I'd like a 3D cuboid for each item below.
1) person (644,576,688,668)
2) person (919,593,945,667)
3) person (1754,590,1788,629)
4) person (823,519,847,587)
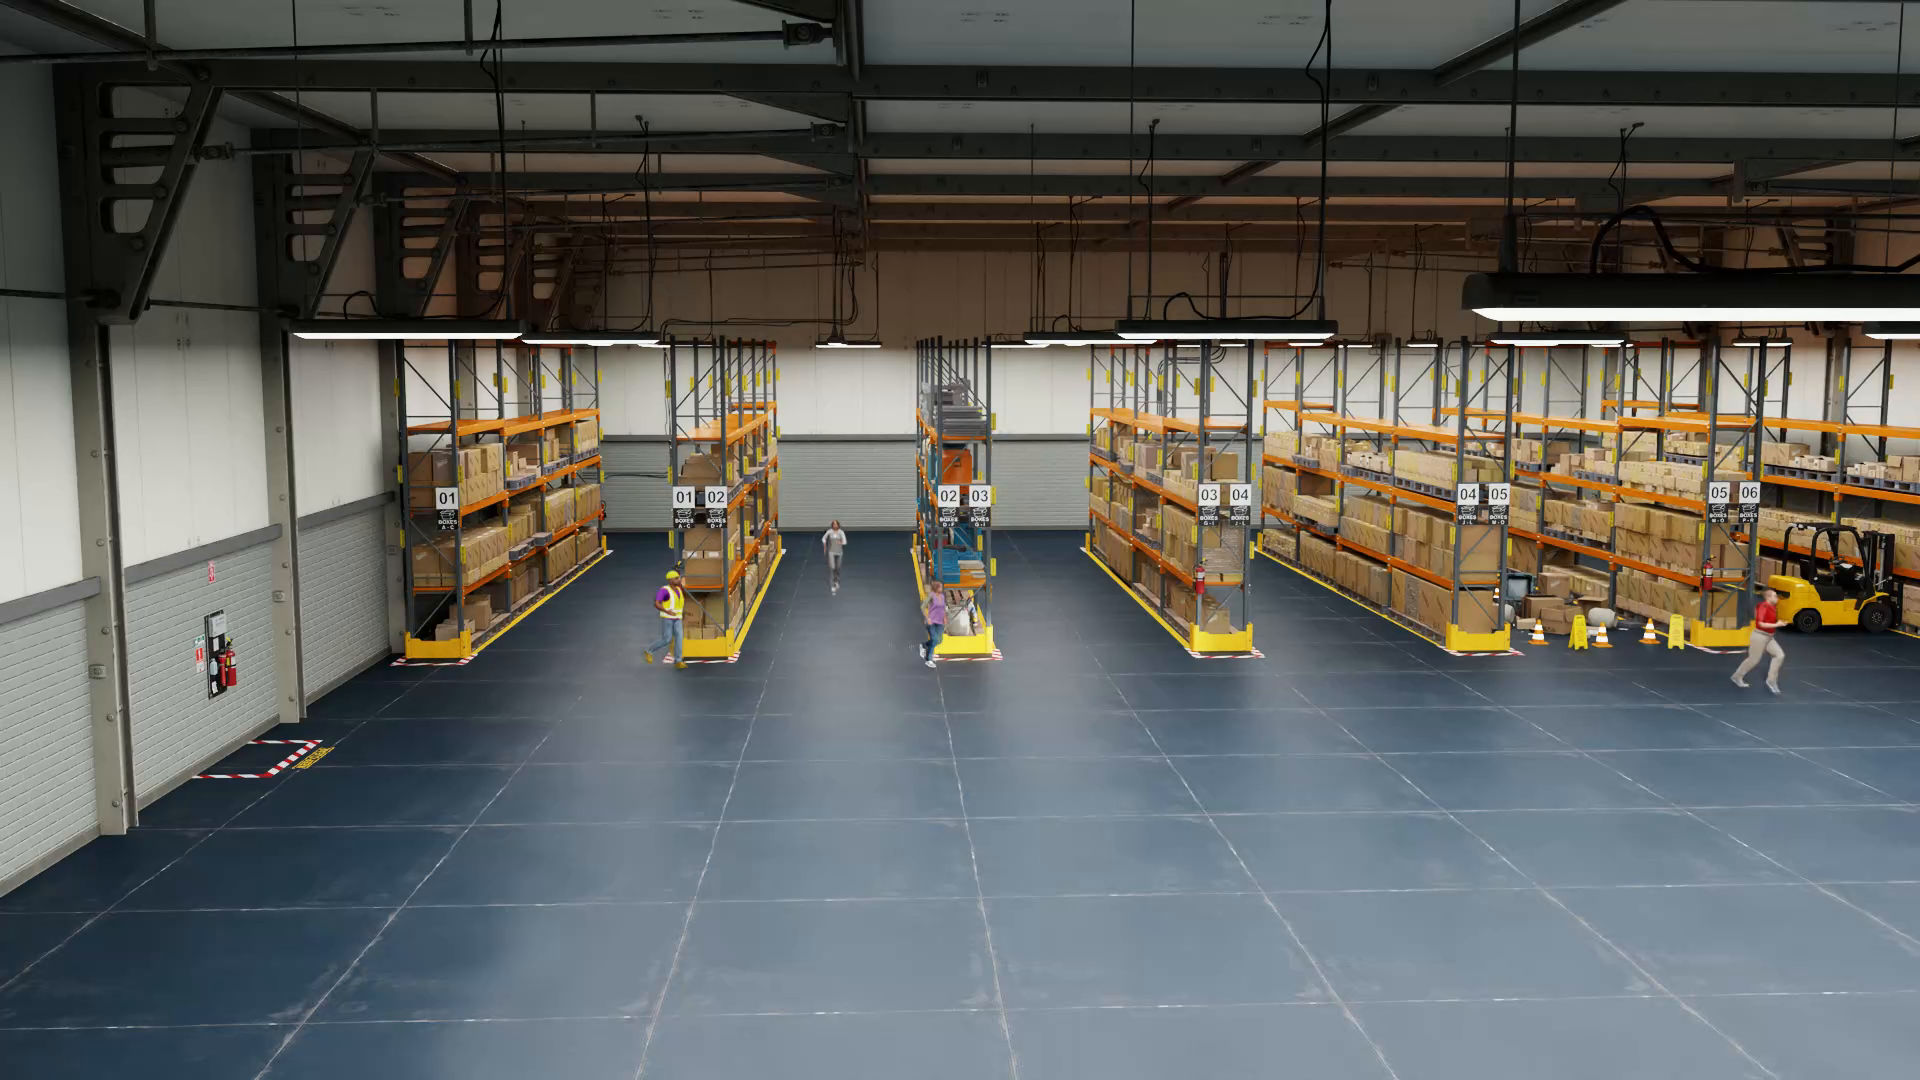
[{"bbox_3d":[-5.220,1.450,30.206,0.948,1.690,0.765,4,8,31],"label":"person"},{"bbox_3d":[-0.514,1.627,30.467,0.434,1.328,0.544,-6,9,-44],"label":"person"},{"bbox_3d":[13.567,1.247,27.881,0.645,0.832,0.687,6,9,42],"label":"person"},{"bbox_3d":[-2.823,0.297,37.607,0.509,1.510,0.692,-1,7,-12],"label":"person"}]
